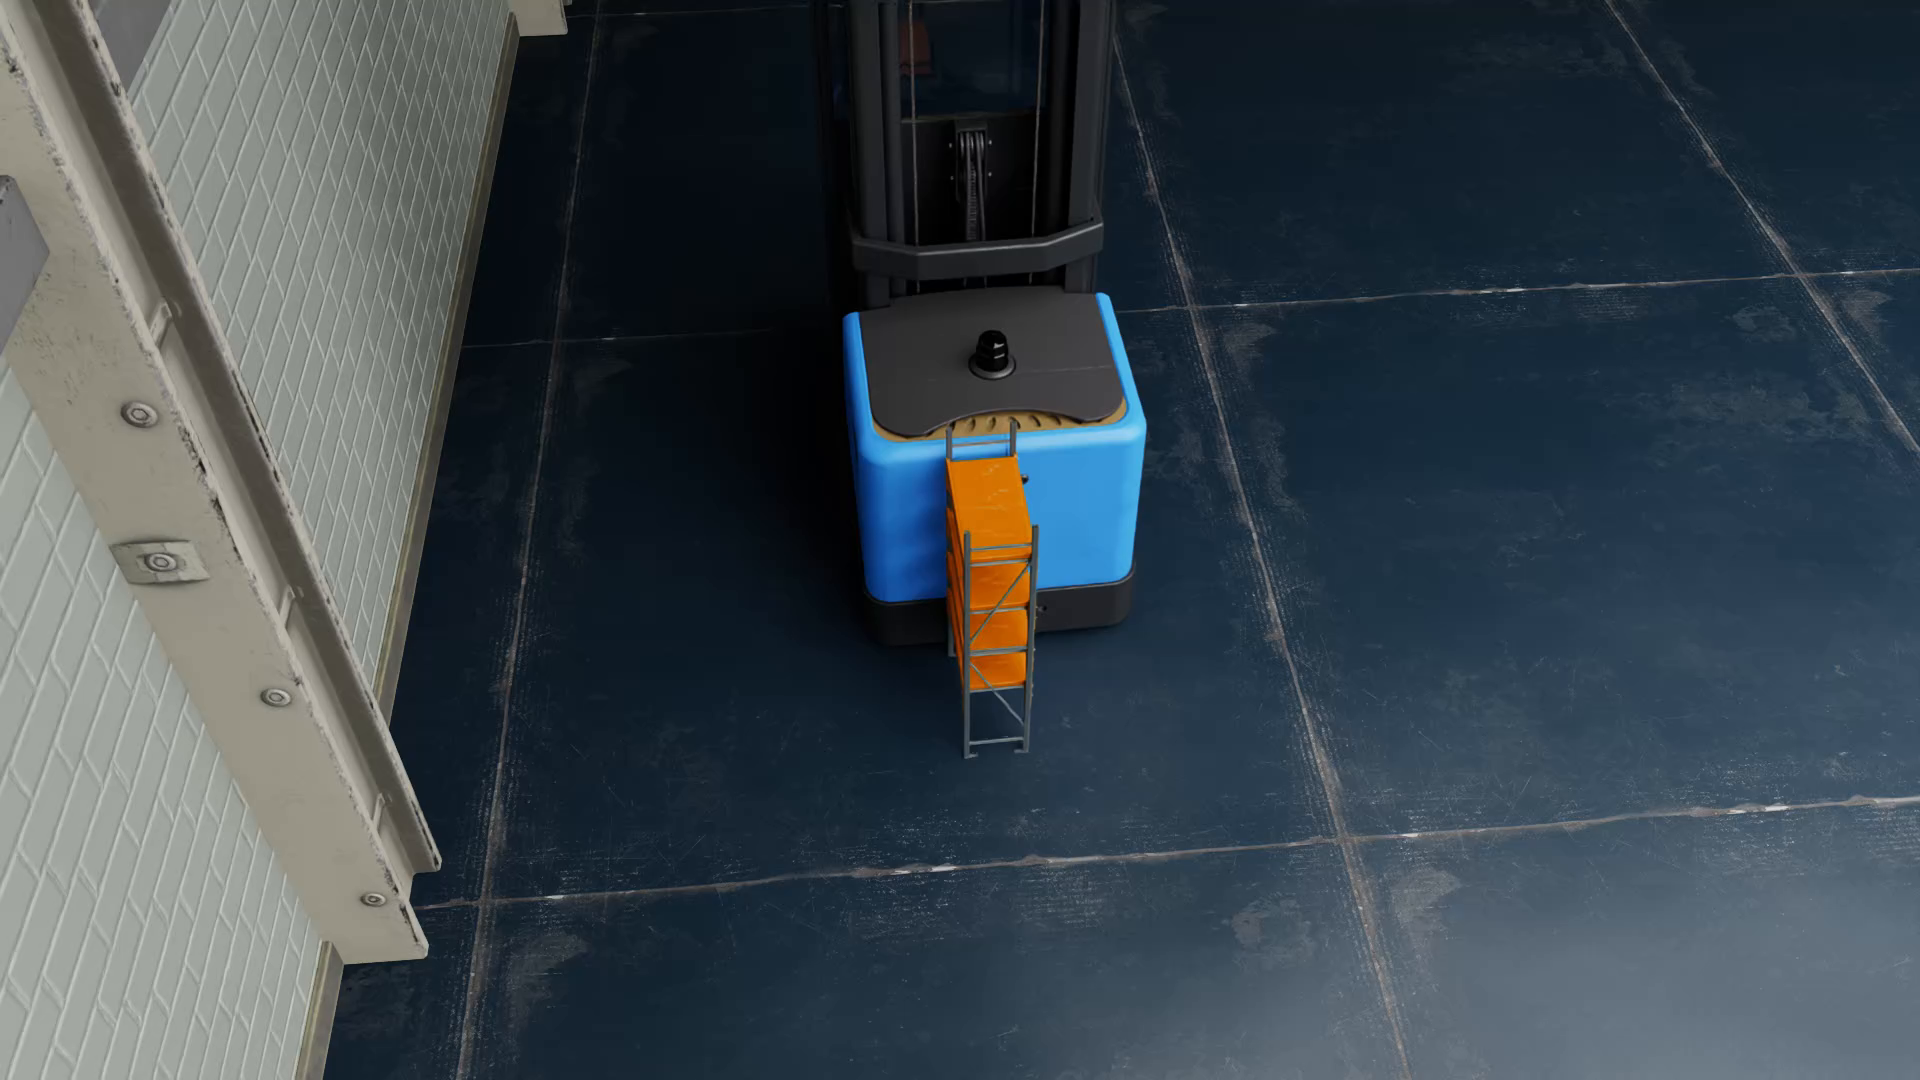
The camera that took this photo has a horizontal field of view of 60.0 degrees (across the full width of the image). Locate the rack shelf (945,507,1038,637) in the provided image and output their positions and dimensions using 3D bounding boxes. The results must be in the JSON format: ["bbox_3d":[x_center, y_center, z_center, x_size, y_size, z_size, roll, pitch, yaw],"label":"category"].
[{"bbox_3d":[0.103,0.095,5.755,0.258,0.148,0.480,-5,47,-5],"label":"rack shelf"}]

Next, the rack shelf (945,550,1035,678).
[{"bbox_3d":[0.103,0.249,5.917,0.258,0.148,0.480,-5,47,-5],"label":"rack shelf"}]

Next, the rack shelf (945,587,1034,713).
[{"bbox_3d":[0.103,0.385,6.062,0.258,0.148,0.480,-5,47,-5],"label":"rack shelf"}]

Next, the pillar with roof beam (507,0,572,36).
[{"bbox_3d":[1.833,-6.433,6.781,9.100,9.000,0.400,-3,47,-3],"label":"pillar with roof beam"}]

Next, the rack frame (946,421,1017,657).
[{"bbox_3d":[0.073,0.026,6.035,0.240,1.200,0.015,-5,47,-5],"label":"rack frame"}]

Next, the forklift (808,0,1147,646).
[{"bbox_3d":[-0.021,-1.680,6.458,1.130,2.935,3.031,-5,47,-5],"label":"forklift"}]

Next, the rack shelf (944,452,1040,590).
[{"bbox_3d":[0.103,-0.068,5.583,0.258,0.148,0.480,-5,47,-5],"label":"rack shelf"}]

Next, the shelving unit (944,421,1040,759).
[{"bbox_3d":[0.103,0.202,5.869,0.258,1.200,0.503,-5,47,-5],"label":"shelving unit"}]

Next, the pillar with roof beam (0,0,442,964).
[{"bbox_3d":[2.335,-2.092,2.670,9.100,9.000,0.400,-3,47,-3],"label":"pillar with roof beam"}]

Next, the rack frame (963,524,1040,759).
[{"bbox_3d":[0.133,0.378,5.702,0.240,1.200,0.015,-5,47,-5],"label":"rack frame"}]
